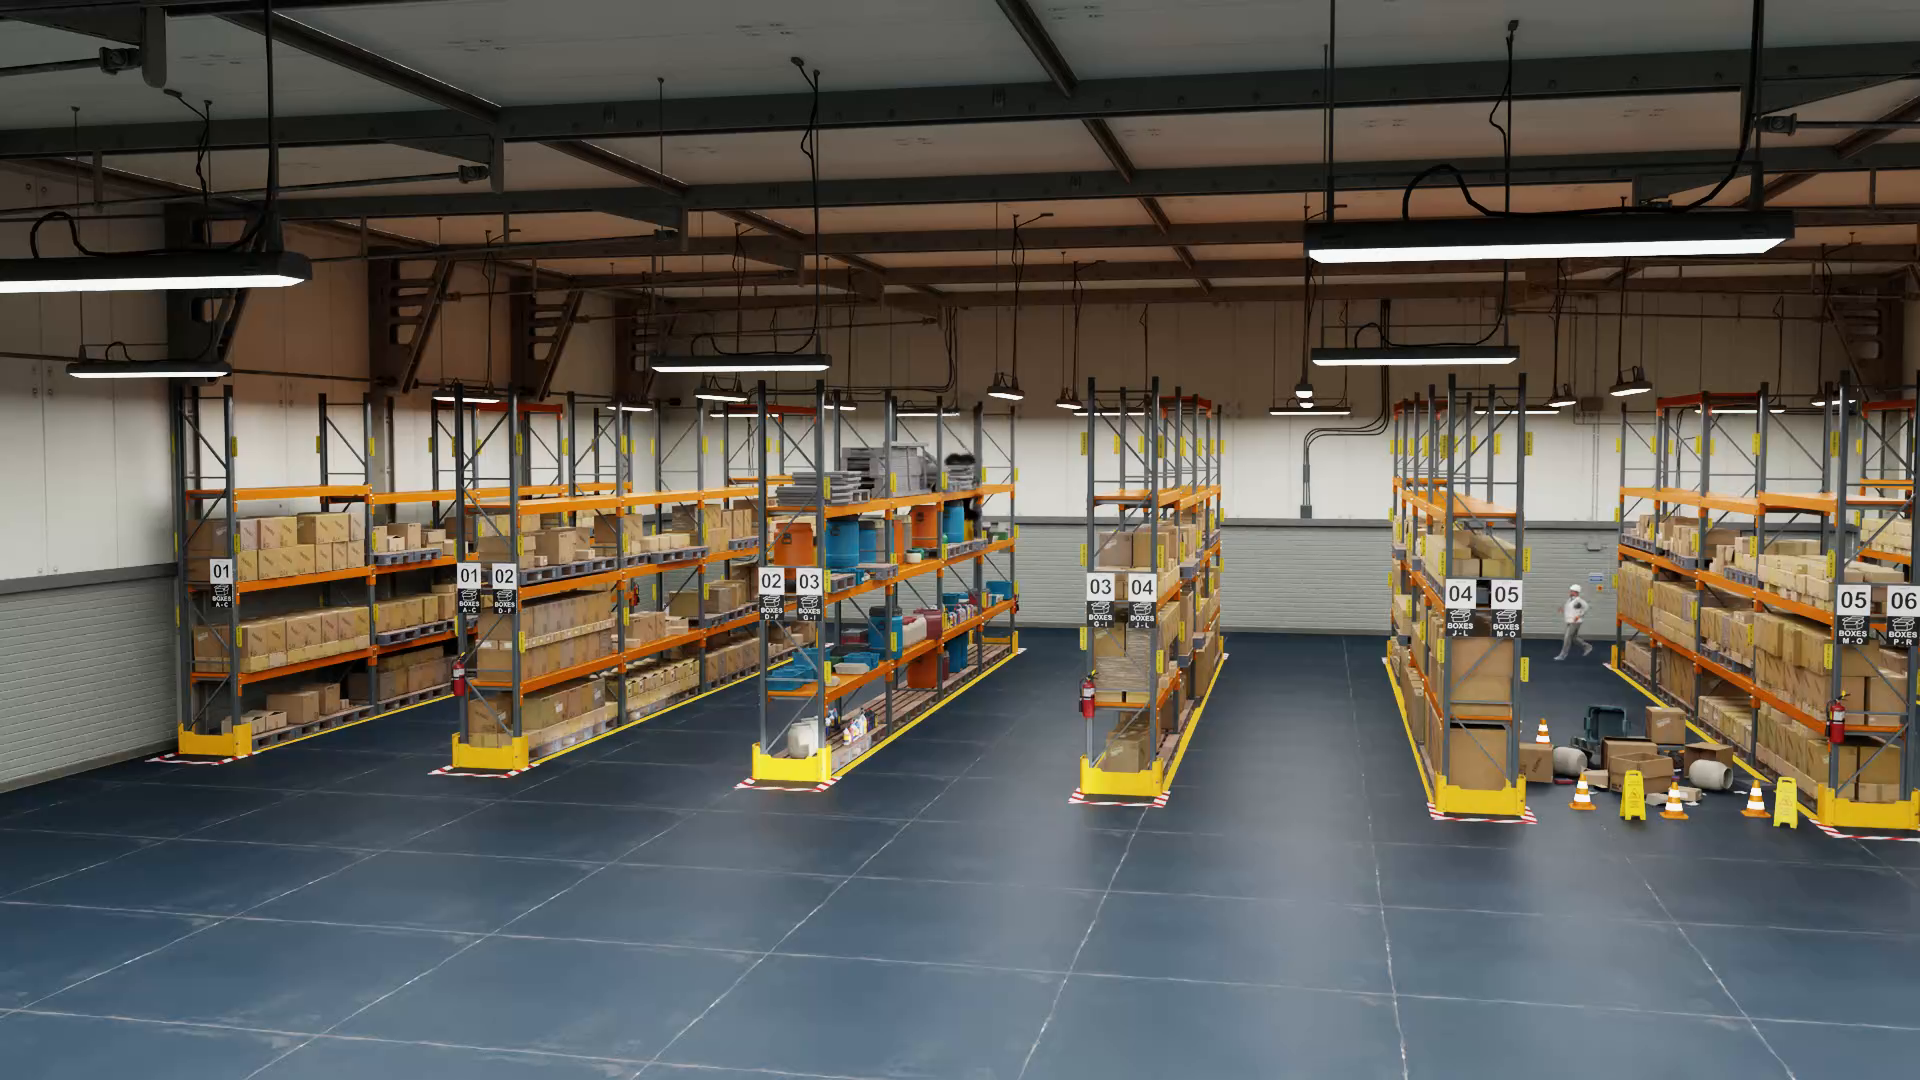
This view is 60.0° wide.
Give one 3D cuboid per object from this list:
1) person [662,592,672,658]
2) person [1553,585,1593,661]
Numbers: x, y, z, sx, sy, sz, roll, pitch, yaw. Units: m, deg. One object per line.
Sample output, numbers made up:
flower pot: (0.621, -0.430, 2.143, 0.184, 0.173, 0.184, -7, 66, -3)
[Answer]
person: (-6.504, 2.054, 37.174, 0.686, 1.829, 0.860, 1, 3, 13)
person: (14.338, 1.928, 38.837, 0.955, 1.771, 0.660, 0, 3, 1)
